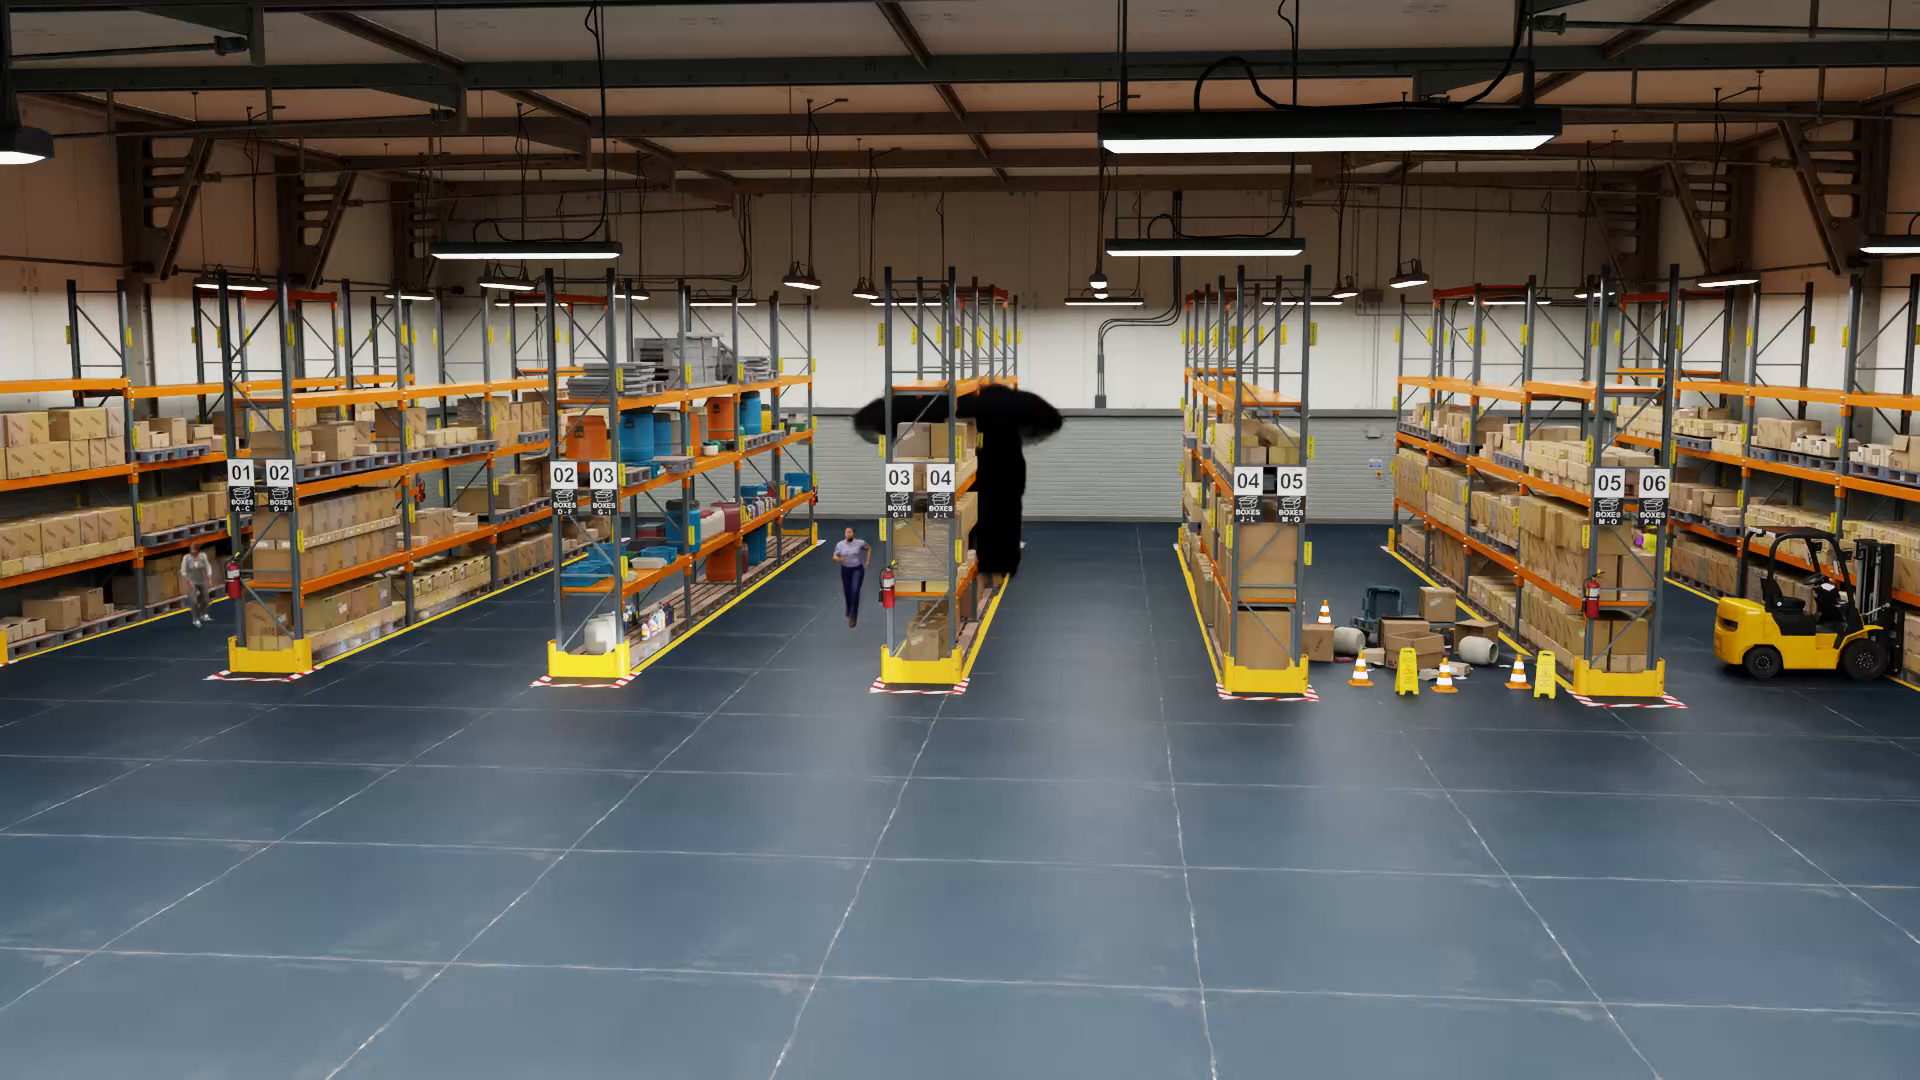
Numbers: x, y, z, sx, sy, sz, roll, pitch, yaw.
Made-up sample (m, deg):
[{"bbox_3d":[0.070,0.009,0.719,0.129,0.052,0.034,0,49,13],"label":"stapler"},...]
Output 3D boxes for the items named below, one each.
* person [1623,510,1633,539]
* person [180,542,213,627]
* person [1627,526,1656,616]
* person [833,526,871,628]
[{"bbox_3d":[13.122,0.209,32.859,0.568,1.649,0.807,-2,7,-18],"label":"person"},{"bbox_3d":[-13.272,0.761,28.879,0.507,1.533,0.701,-5,9,-36],"label":"person"},{"bbox_3d":[12.343,0.510,29.927,0.711,1.756,0.926,-1,7,-8],"label":"person"},{"bbox_3d":[-1.835,0.590,28.397,0.595,1.691,0.901,1,7,10],"label":"person"}]
